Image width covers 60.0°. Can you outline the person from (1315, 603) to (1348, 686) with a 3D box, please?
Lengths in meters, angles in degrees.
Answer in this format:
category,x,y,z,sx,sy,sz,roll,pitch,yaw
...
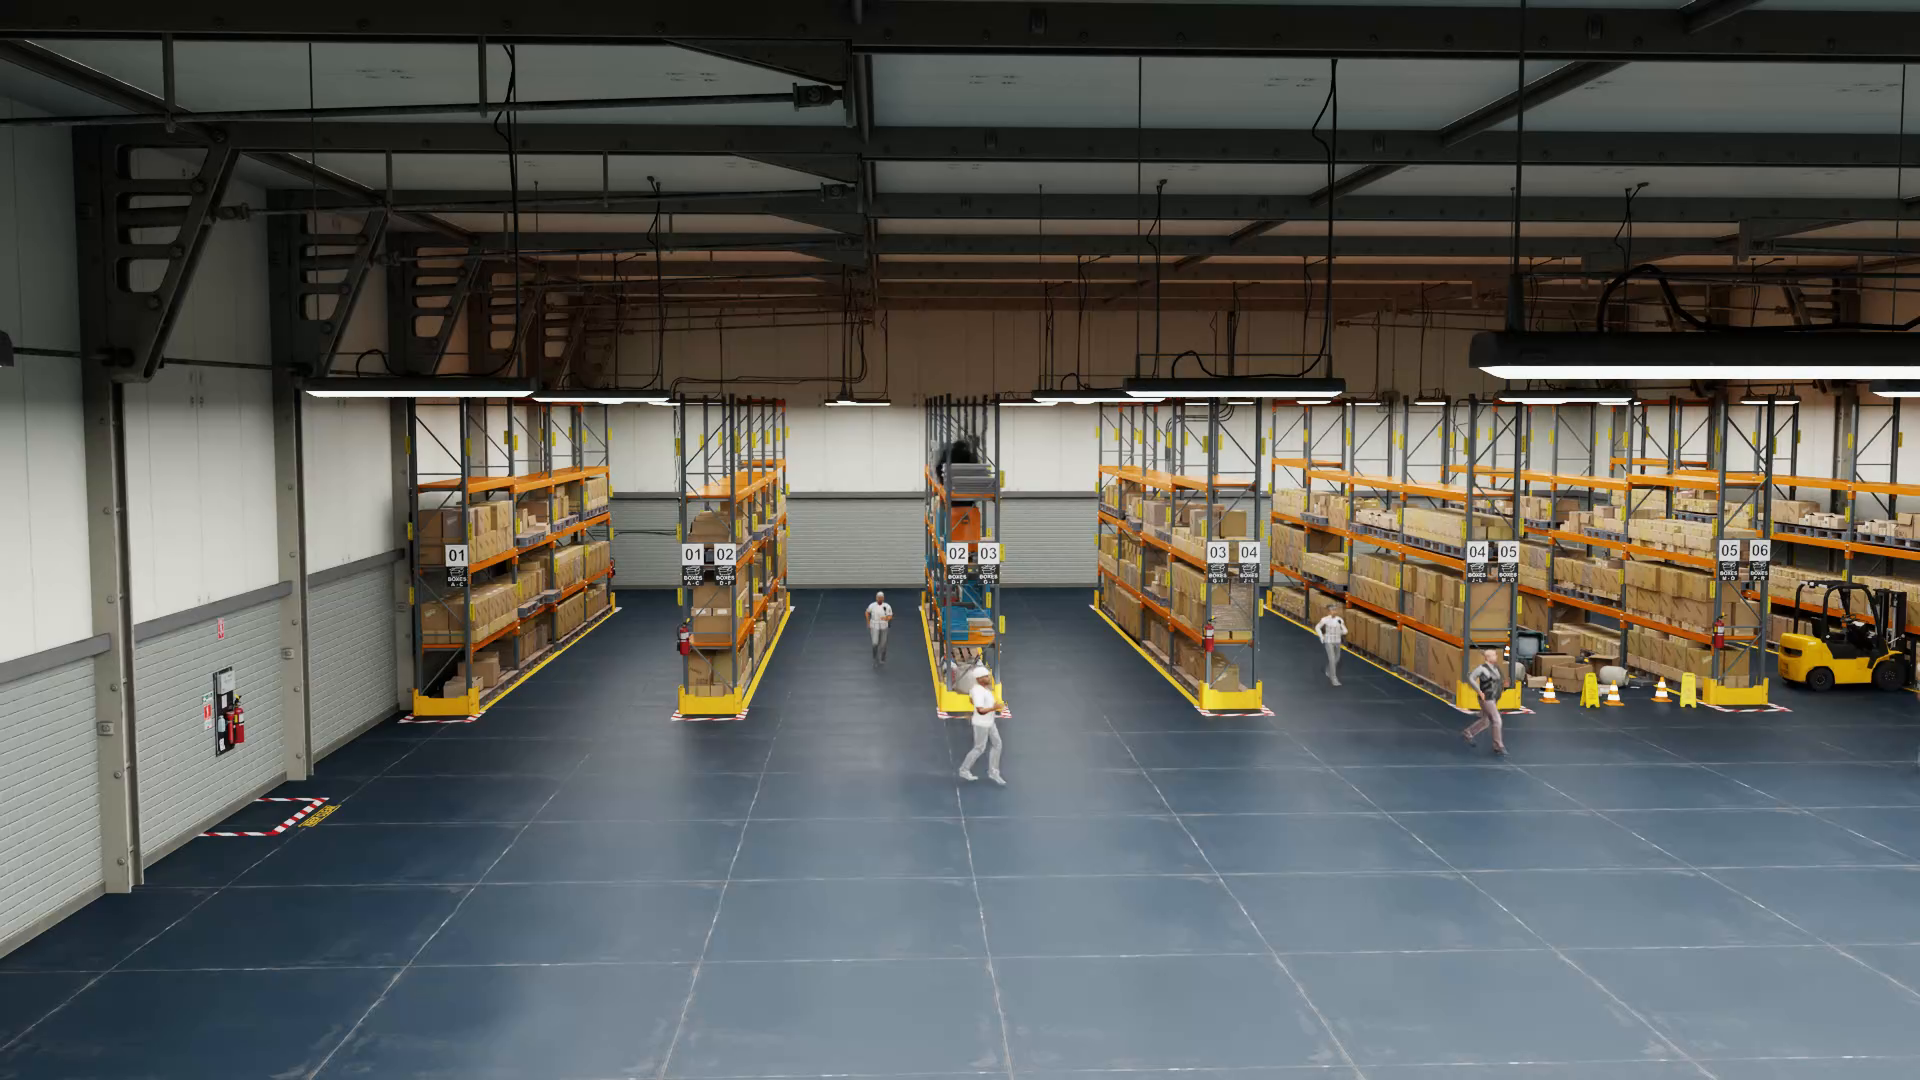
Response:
category,x,y,z,sx,sy,sz,roll,pitch,yaw
person,7.730,2.137,34.522,0.618,1.672,0.929,-1,5,-11

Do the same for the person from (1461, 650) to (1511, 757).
category,x,y,z,sx,sy,sz,roll,pitch,yaw
person,8.771,2.680,27.631,0.894,1.743,0.639,4,6,40

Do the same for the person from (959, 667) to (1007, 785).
category,x,y,z,sx,sy,sz,roll,pitch,yaw
person,0.347,2.836,25.298,0.737,1.823,0.677,1,5,14

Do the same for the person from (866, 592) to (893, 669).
category,x,y,z,sx,sy,sz,roll,pitch,yaw
person,-1.778,1.998,36.774,0.577,1.712,0.719,-1,5,-7
